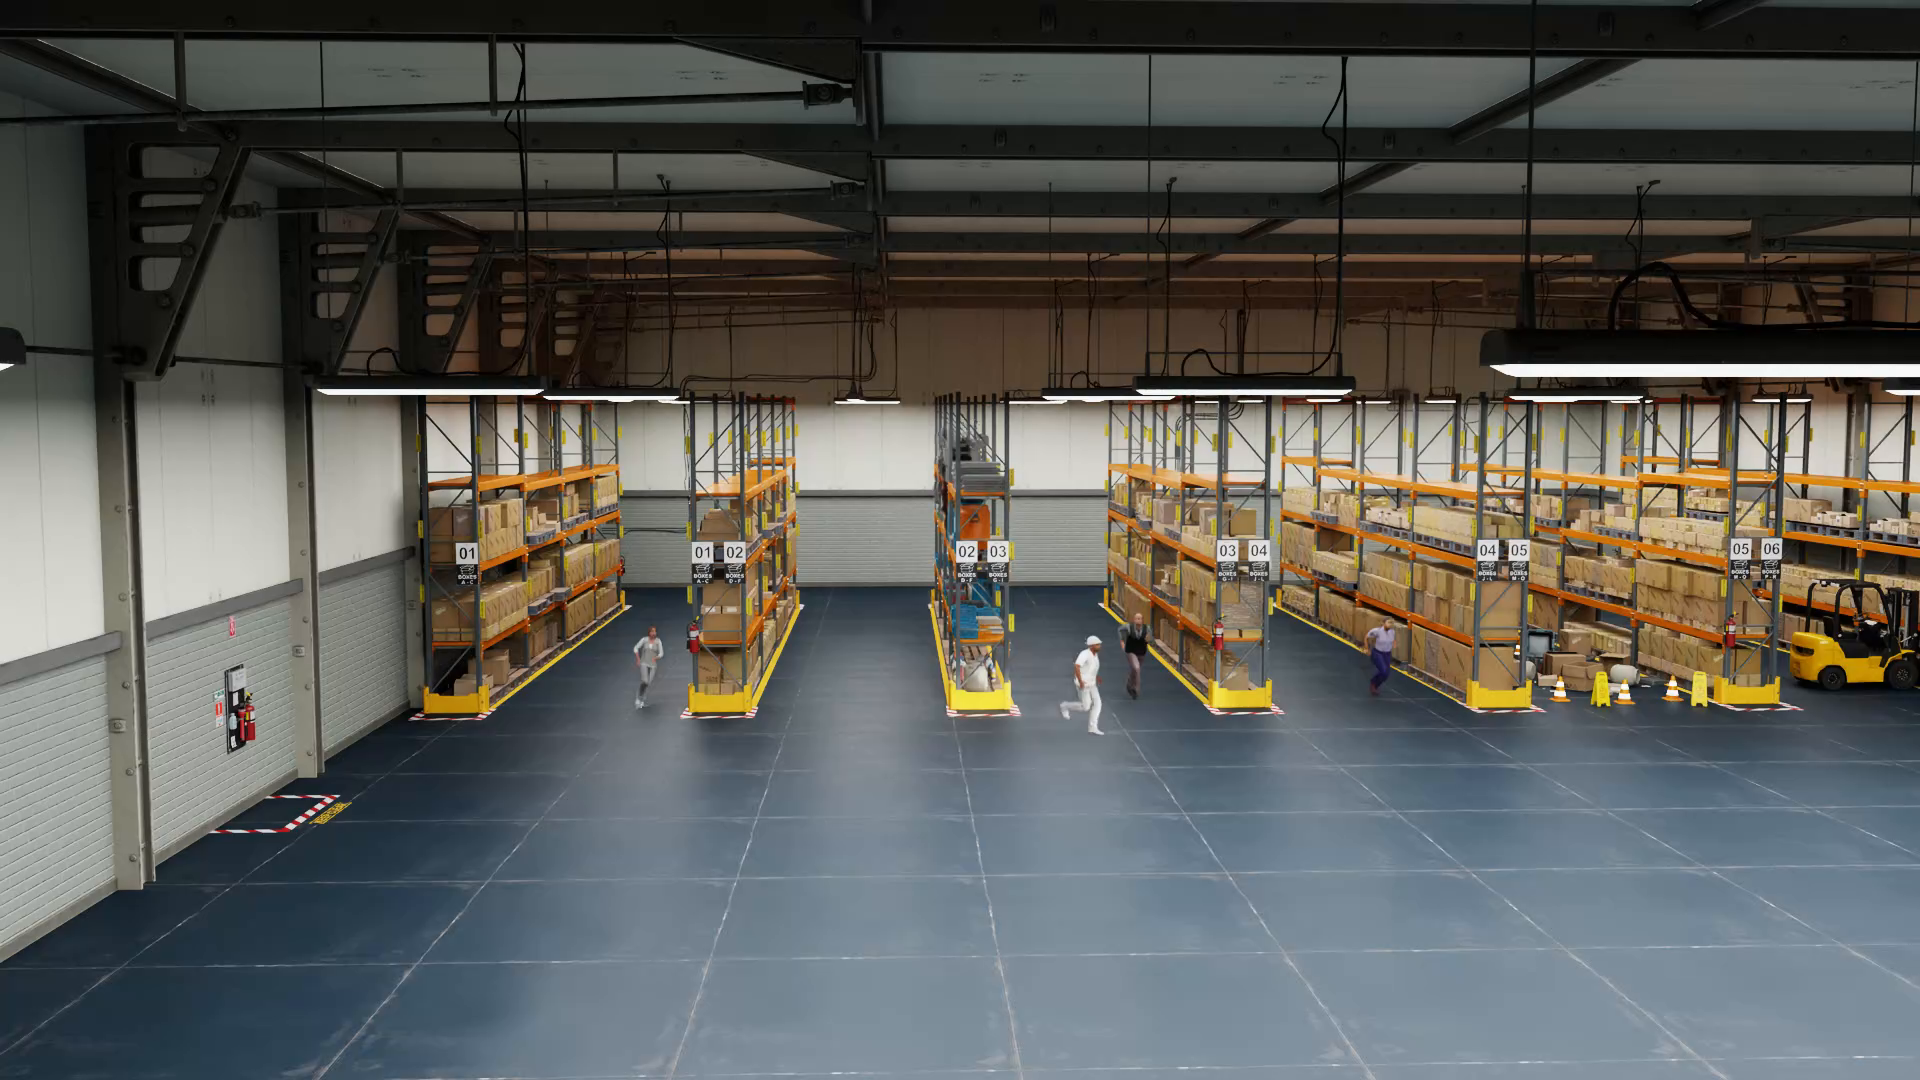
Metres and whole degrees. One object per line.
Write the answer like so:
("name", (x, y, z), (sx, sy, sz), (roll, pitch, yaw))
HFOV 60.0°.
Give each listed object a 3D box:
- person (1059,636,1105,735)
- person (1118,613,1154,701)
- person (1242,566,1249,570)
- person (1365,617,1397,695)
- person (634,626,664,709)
("person", (2.170, 2.544, 29.258), (0.856, 1.741, 0.714), (3, 5, 30))
("person", (3.443, 2.270, 32.651), (0.649, 1.719, 0.942), (-1, 5, -16))
("person", (8.163, 1.086, 47.796), (0.643, 1.618, 0.509), (3, 5, 32))
("person", (8.332, 2.292, 32.767), (0.564, 1.571, 0.688), (-2, 5, -28))
("person", (-5.911, 2.411, 31.578), (0.557, 1.567, 0.590), (-2, 5, -23))
